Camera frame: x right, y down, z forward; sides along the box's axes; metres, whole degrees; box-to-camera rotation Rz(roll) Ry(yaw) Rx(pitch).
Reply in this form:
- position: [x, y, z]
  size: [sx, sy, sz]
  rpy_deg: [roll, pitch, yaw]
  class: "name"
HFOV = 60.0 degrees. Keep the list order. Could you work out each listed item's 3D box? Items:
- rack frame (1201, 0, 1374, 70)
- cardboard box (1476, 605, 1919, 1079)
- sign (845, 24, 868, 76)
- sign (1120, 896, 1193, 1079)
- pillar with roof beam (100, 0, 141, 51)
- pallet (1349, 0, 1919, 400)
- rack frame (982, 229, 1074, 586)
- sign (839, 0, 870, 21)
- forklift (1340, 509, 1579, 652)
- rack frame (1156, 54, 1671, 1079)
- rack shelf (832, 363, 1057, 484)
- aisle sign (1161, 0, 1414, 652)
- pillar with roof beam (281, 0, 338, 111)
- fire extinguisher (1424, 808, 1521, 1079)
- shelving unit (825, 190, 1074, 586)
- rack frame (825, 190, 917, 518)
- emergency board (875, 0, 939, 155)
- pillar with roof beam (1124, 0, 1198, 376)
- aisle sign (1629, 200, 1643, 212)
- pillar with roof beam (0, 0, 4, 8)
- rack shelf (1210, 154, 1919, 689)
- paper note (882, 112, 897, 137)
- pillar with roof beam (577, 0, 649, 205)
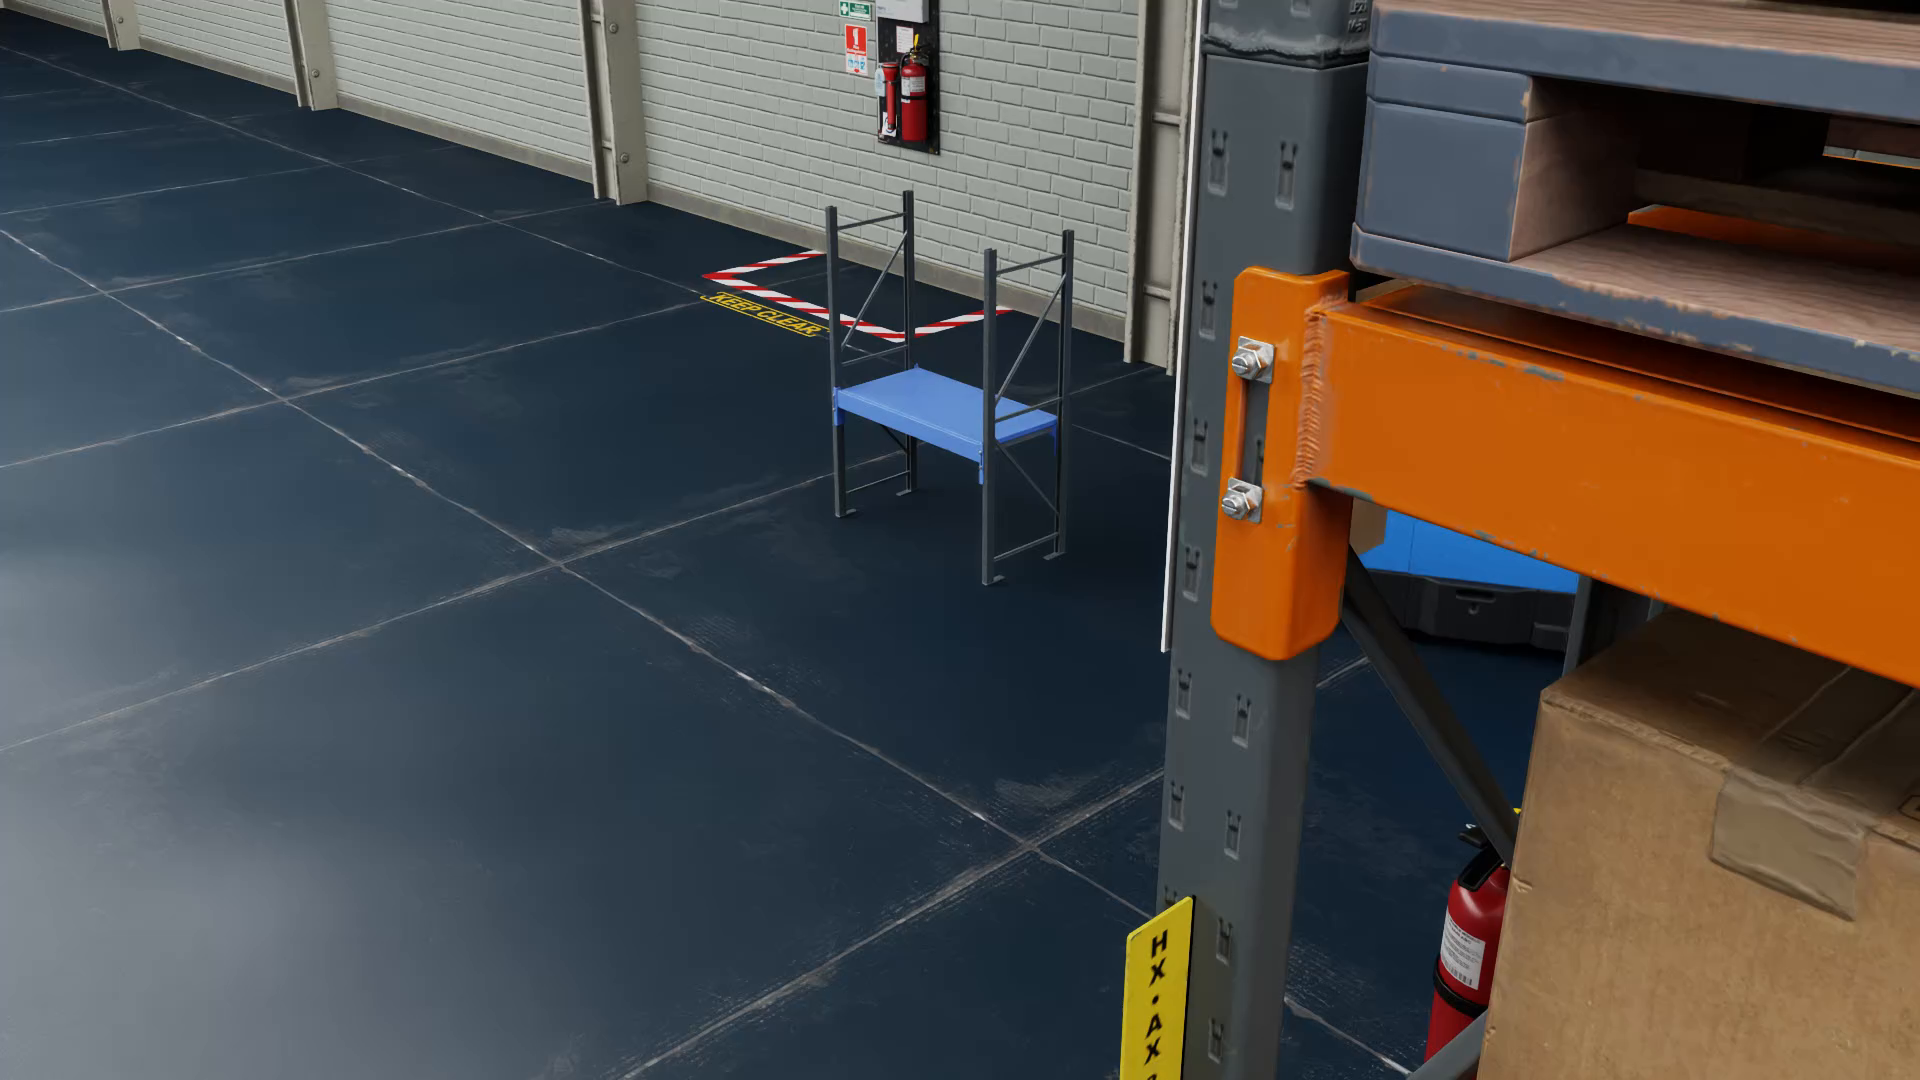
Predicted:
- position: [0.619, -1.913, 1.102]
  size: [1.000, 3.000, 0.127]
  rpy_deg: [-21, 32, -38]
  class: "rack frame"
- position: [0.965, 0.341, 1.704]
  size: [0.700, 0.500, 0.500]
  rpy_deg: [-21, 32, -38]
  class: "cardboard box"
- position: [-0.722, -3.414, 11.576]
  size: [0.001, 0.329, 0.234]
  rpy_deg: [-21, 32, -38]
  class: "sign"
- position: [0.210, 0.542, 1.810]
  size: [0.100, 0.325, 0.005]
  rpy_deg: [-21, 32, -38]
  class: "sign"
- position: [-14.204, -9.403, 17.519]
  size: [9.100, 9.000, 0.400]
  rpy_deg: [-21, 32, -38]
  class: "pillar with roof beam"
- position: [1.084, -0.287, 1.257]
  size: [1.003, 0.211, 1.213]
  rpy_deg: [-21, 32, -38]
  class: "pallet"
- position: [0.289, -0.554, 7.158]
  size: [0.500, 1.500, 0.032]
  rpy_deg: [-21, 32, -38]
  class: "rack frame"
- position: [-0.725, -3.651, 11.458]
  size: [0.001, 0.109, 0.331]
  rpy_deg: [-21, 32, -38]
  class: "sign"
- position: [3.049, -0.983, 6.374]
  size: [3.031, 2.935, 1.130]
  rpy_deg: [7, 25, 15]
  class: "forklift"
- position: [0.619, 0.816, 2.347]
  size: [1.000, 3.000, 0.127]
  rpy_deg: [-21, 32, -38]
  class: "rack frame"
- position: [-0.058, -0.545, 7.570]
  size: [0.538, 0.185, 1.000]
  rpy_deg: [-21, 32, -38]
  class: "rack shelf"
- position: [0.351, -0.300, 1.661]
  size: [0.394, 0.787, 0.004]
  rpy_deg: [-21, 32, -38]
  class: "aisle sign"
- position: [-10.103, -7.585, 13.535]
  size: [9.100, 9.000, 0.400]
  rpy_deg: [-21, 32, -38]
  class: "pillar with roof beam"
- position: [0.878, 0.684, 2.730]
  size: [0.296, 0.674, 0.183]
  rpy_deg: [-21, 32, -38]
  class: "fire extinguisher"
- position: [-0.058, -0.708, 7.495]
  size: [0.538, 1.500, 1.048]
  rpy_deg: [-21, 32, -38]
  class: "shelving unit"
- position: [-0.406, -0.862, 7.833]
  size: [0.500, 1.500, 0.032]
  rpy_deg: [-21, 32, -38]
  class: "rack frame"
- position: [-0.419, -3.201, 11.152]
  size: [0.194, 1.169, 0.643]
  rpy_deg: [-21, 32, -38]
  class: "emergency board"
- position: [-1.901, -3.950, 5.565]
  size: [9.100, 9.000, 0.400]
  rpy_deg: [-21, 32, -38]
  class: "pillar with roof beam"
- position: [0.789, -0.470, 2.034]
  size: [0.394, 0.787, 0.004]
  rpy_deg: [-21, 32, -38]
  class: "aisle sign"
- position: [-18.305, -11.221, 21.504]
  size: [9.100, 9.000, 0.400]
  rpy_deg: [-21, 32, -38]
  class: "pillar with roof beam"
- position: [1.986, 0.385, 0.546]
  size: [1.077, 0.370, 4.000]
  rpy_deg: [-21, 32, -38]
  class: "rack shelf"
- position: [-0.490, -2.873, 11.496]
  size: [0.016, 0.148, 0.142]
  rpy_deg: [-21, 32, -38]
  class: "paper note"
- position: [-6.002, -5.767, 9.550]
  size: [9.100, 9.000, 0.400]
  rpy_deg: [-21, 32, -38]
  class: "pillar with roof beam"
